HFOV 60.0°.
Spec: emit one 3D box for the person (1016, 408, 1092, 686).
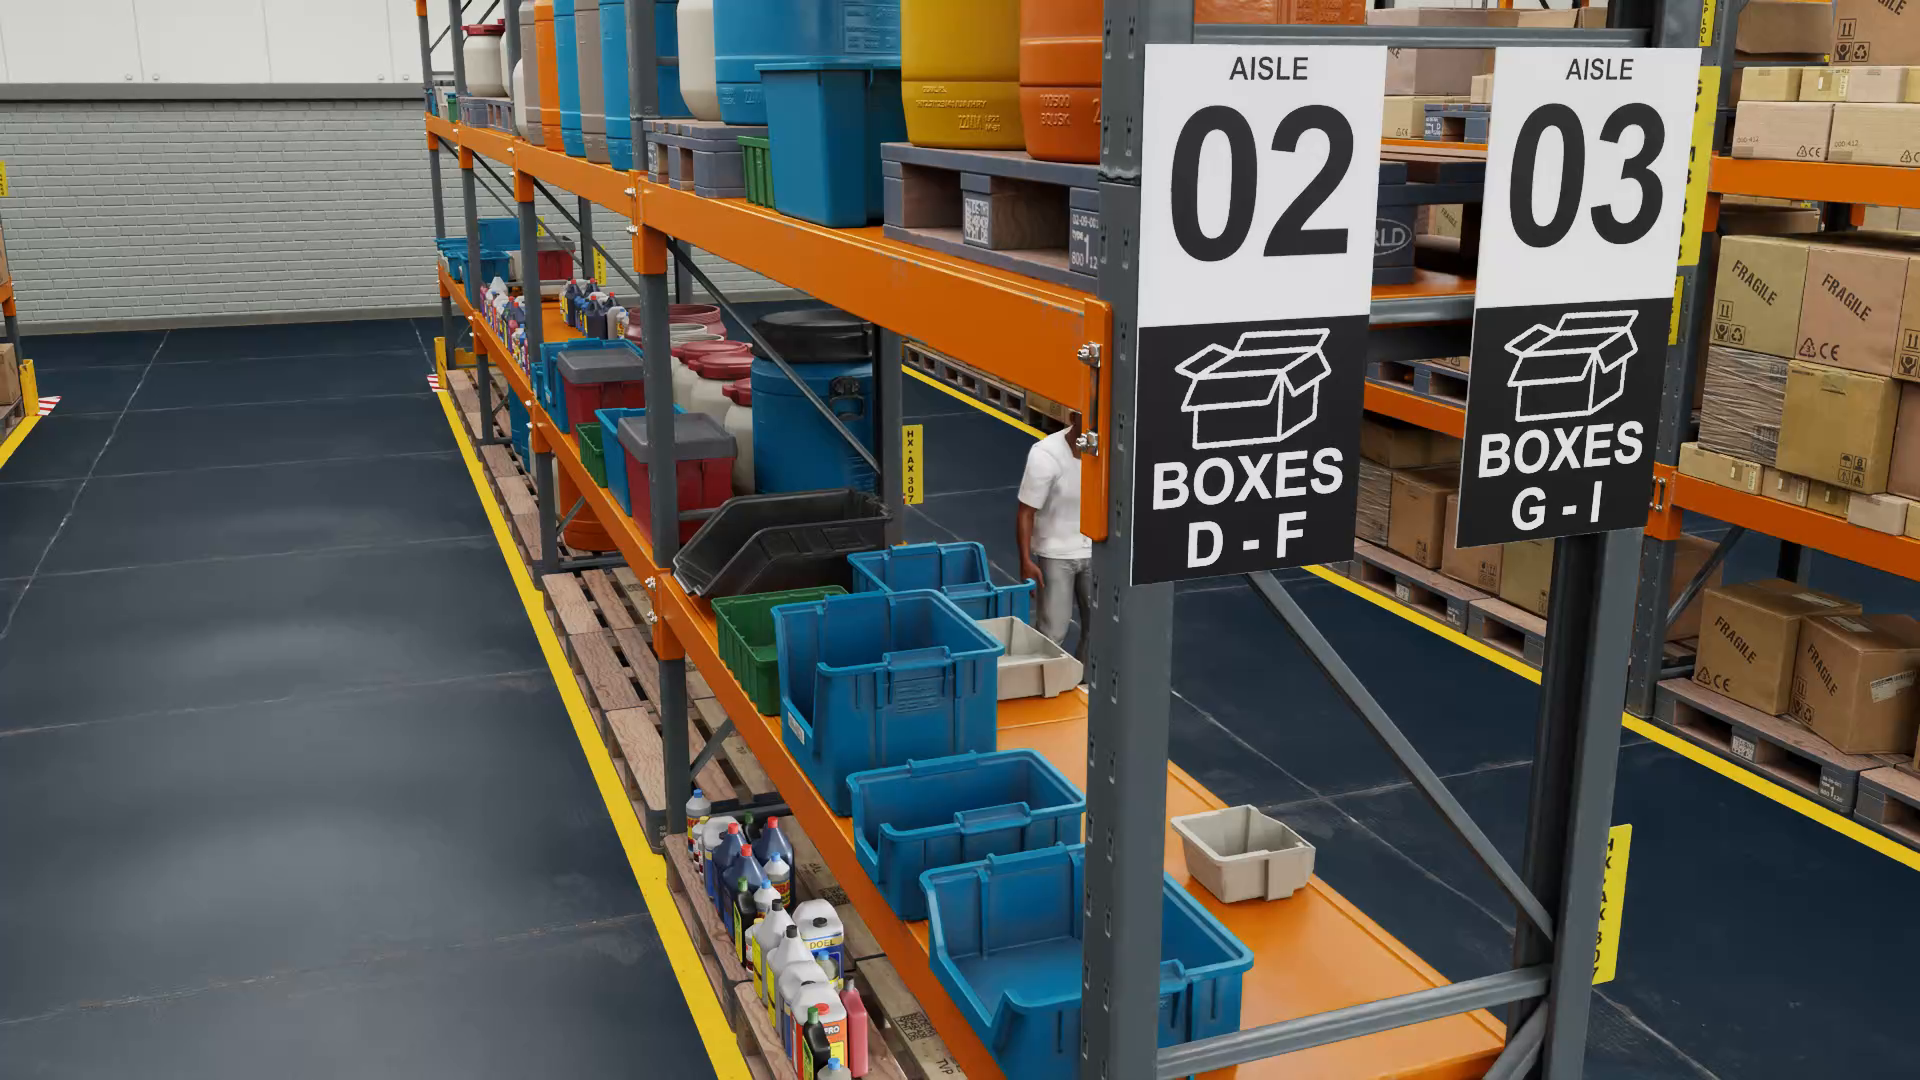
[{"bbox_3d":[0.578,0.086,8.178,0.628,1.761,0.461,-6,17,-21],"label":"person"}]
